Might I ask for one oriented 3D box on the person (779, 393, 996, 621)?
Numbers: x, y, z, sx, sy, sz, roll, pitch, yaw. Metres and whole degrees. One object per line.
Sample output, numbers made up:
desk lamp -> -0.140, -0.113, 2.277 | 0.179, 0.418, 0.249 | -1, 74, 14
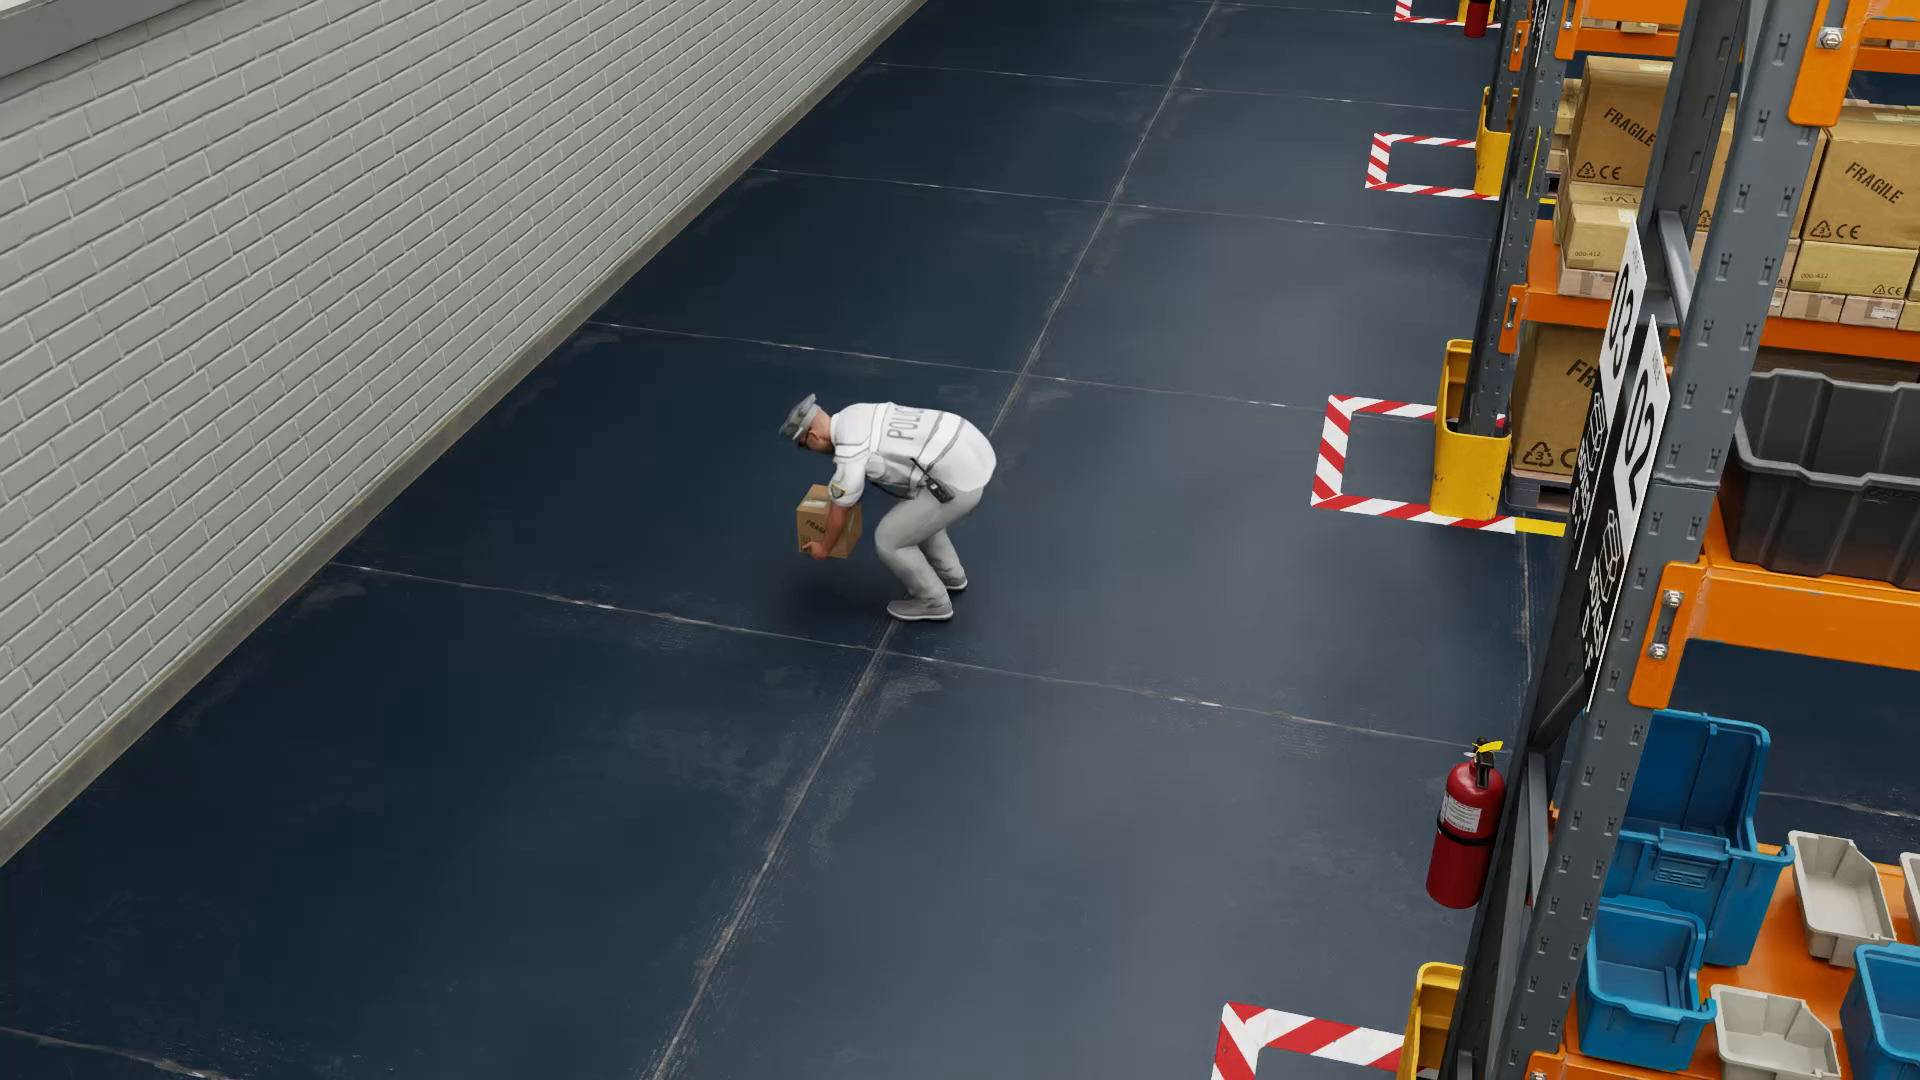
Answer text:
person -> -0.351, -0.179, 8.040 | 1.034, 1.077, 0.536 | 7, 33, 10
